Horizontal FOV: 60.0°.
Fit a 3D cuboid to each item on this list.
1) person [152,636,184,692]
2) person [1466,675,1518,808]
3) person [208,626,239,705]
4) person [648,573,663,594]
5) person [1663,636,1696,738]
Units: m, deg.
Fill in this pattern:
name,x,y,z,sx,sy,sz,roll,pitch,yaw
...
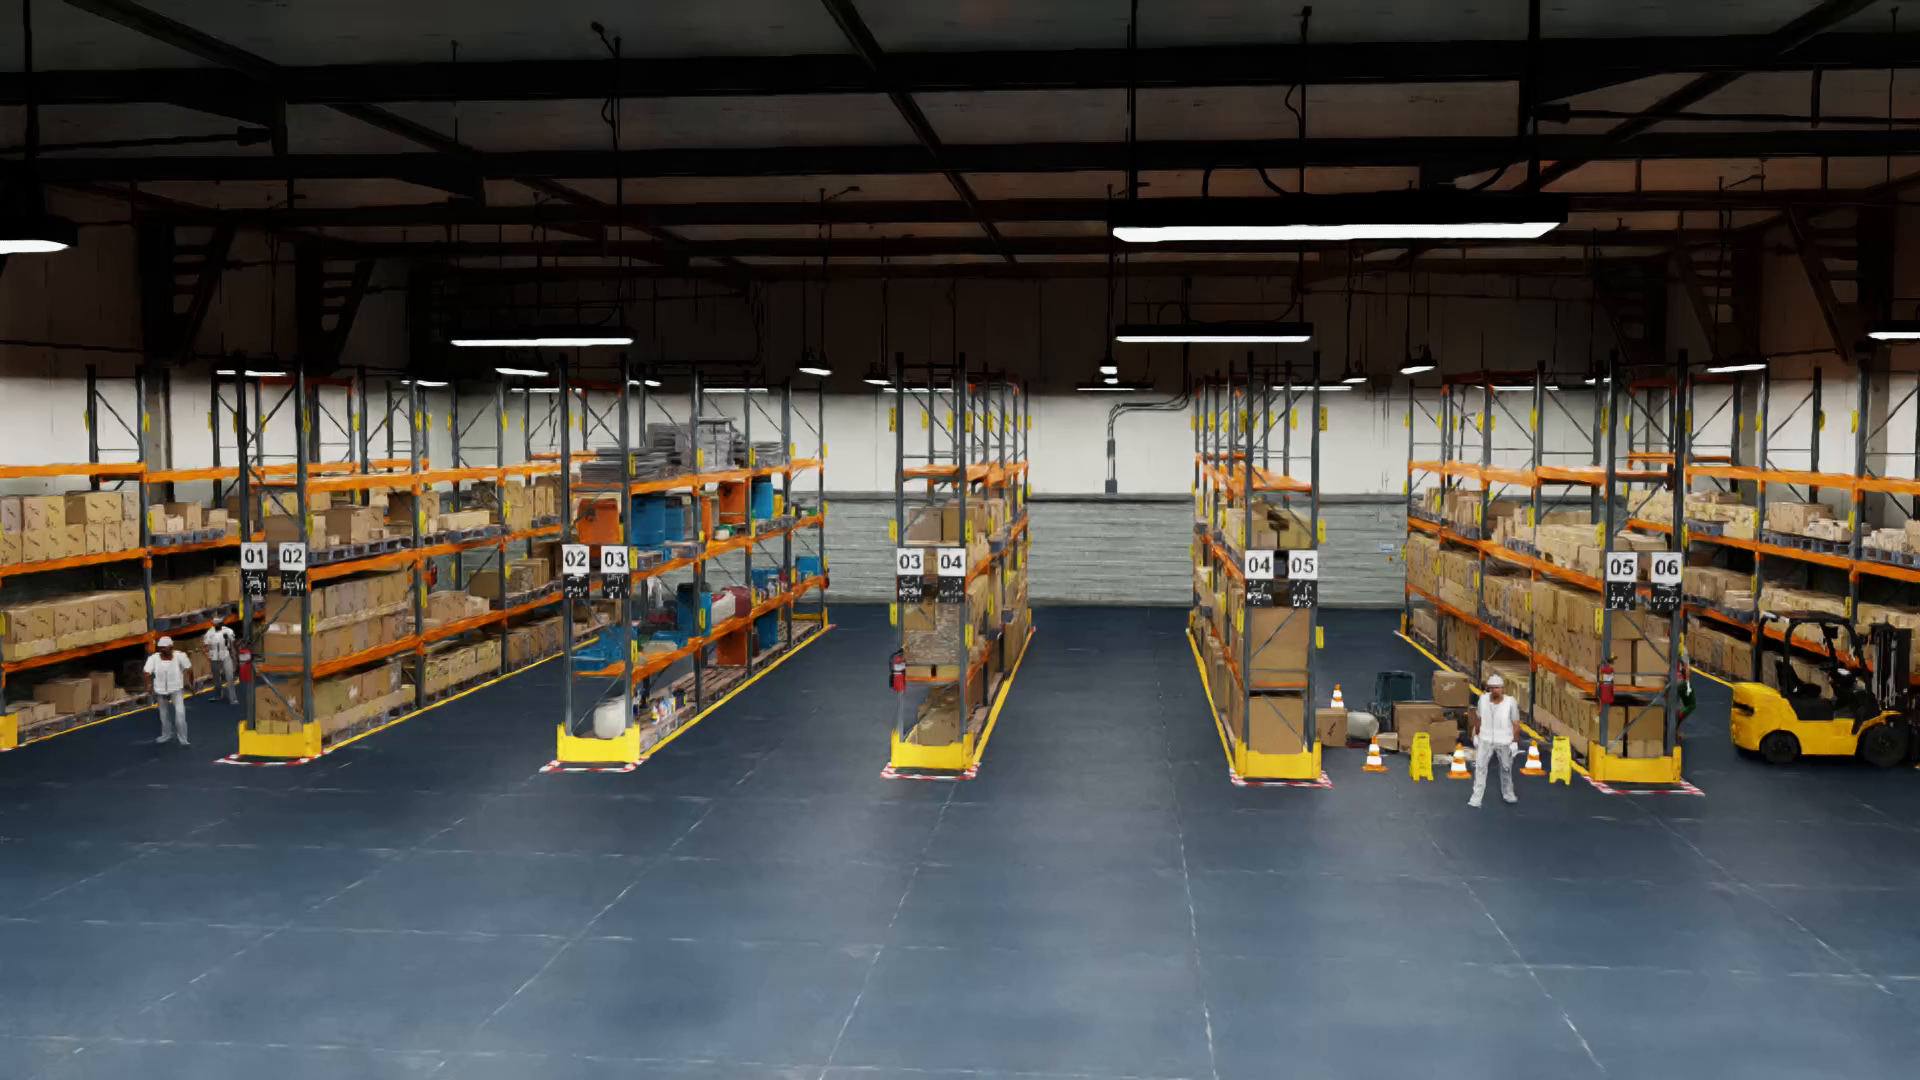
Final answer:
name,x,y,z,sx,sy,sz,roll,pitch,yaw
person,-12.240,1.907,25.660,0.435,0.868,0.490,-1,4,-11
person,6.941,2.602,21.584,0.523,1.739,0.962,2,5,29
person,-13.078,2.208,29.529,0.610,1.381,0.801,-1,4,-11
person,-7.814,0.888,42.167,0.387,0.942,0.634,3,5,38
person,11.282,2.267,26.229,0.443,1.740,0.594,-2,4,-22
